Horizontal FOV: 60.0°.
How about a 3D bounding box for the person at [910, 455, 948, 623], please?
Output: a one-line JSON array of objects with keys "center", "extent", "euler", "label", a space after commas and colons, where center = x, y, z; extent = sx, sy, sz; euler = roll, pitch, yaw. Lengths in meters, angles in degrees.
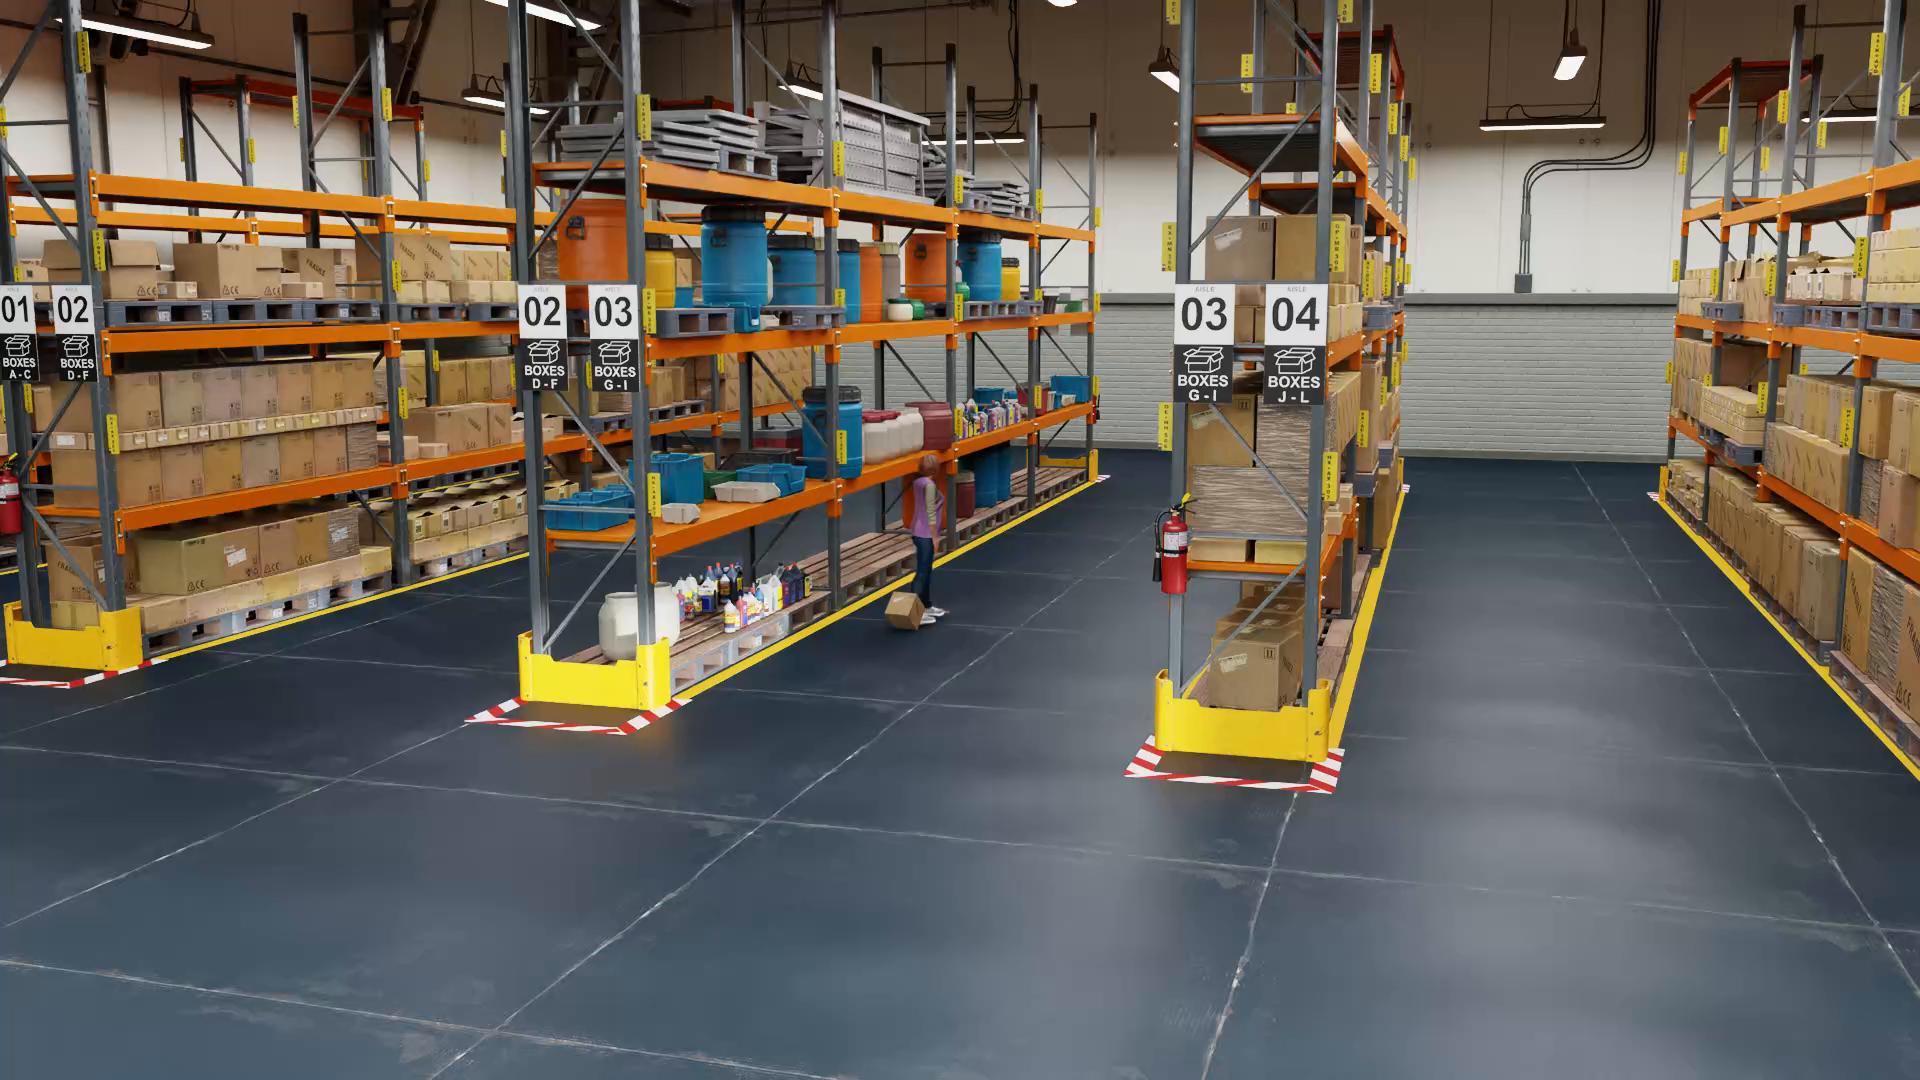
[{"center": [-0.297, -0.015, 15.918], "extent": [0.491, 1.598, 0.447], "euler": [-4, 9, -23], "label": "person"}]
